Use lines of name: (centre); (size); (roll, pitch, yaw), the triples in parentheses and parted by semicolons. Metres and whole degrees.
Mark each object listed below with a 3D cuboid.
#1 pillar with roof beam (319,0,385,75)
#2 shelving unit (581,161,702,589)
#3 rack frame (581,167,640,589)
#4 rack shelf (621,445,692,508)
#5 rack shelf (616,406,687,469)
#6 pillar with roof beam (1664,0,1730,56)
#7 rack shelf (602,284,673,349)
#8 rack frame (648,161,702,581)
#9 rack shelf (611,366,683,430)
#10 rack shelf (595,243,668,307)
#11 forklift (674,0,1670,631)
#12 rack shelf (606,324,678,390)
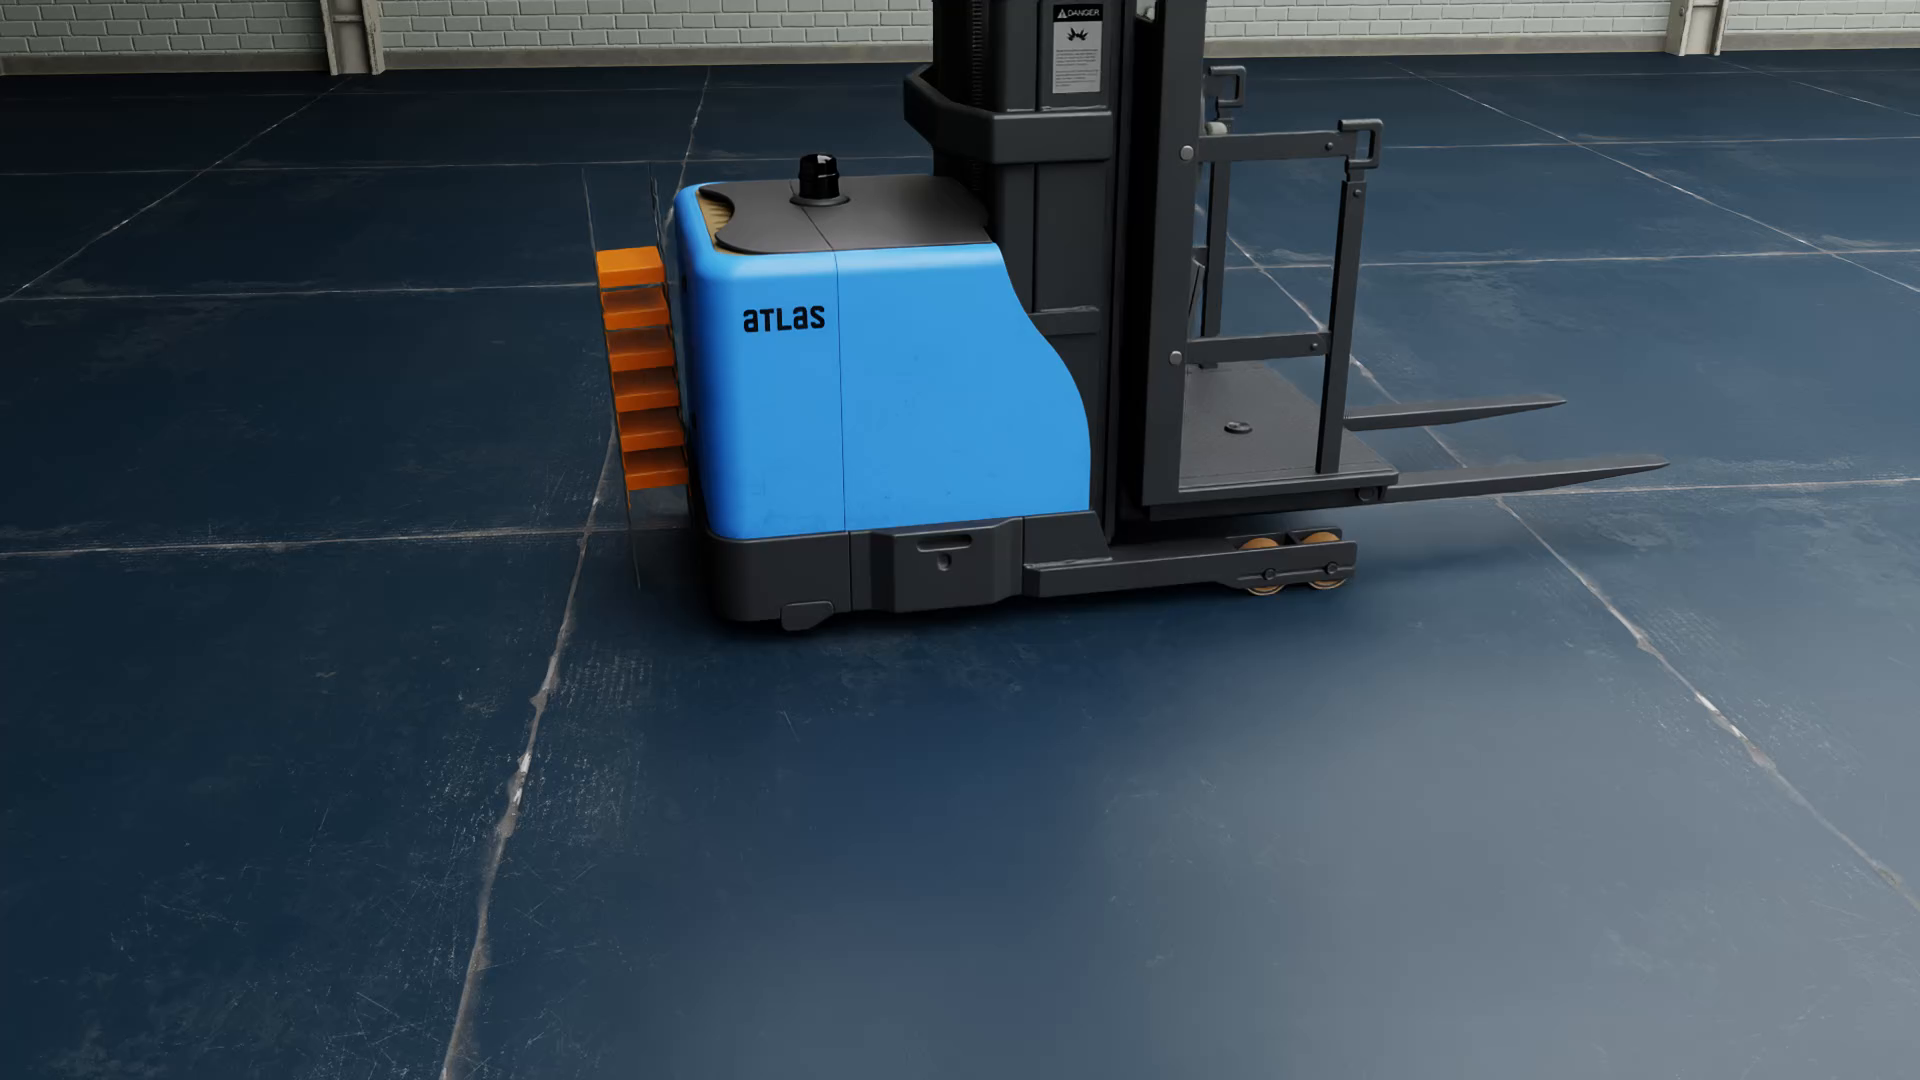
pillar with roof beam: (-4.753, -6.398, 8.566); (0.400, 9.000, 9.100); (-2, 24, -5)
shelving unit: (-0.912, -0.459, 4.796); (0.189, 1.200, 0.258); (-8, 25, -11)
rack frame: (-1.000, -0.446, 4.778); (0.006, 1.200, 0.240); (-8, 25, -11)
rack shelf: (-0.900, -0.200, 4.914); (0.180, 0.103, 0.258); (-8, 25, -11)
rack shelf: (-0.905, -0.309, 4.864); (0.180, 0.103, 0.258); (-8, 25, -11)
pillar with roof beam: (7.189, -6.877, 9.644); (0.400, 9.000, 9.100); (-2, 24, -5)
rack shelf: (-0.919, -0.636, 4.715); (0.180, 0.103, 0.258); (-8, 25, -11)
rack frame: (-0.823, -0.471, 4.814); (0.006, 1.200, 0.240); (-8, 25, -11)
rack shelf: (-0.910, -0.418, 4.814); (0.180, 0.103, 0.258); (-8, 25, -11)
rack shelf: (-0.924, -0.746, 4.665); (0.180, 0.103, 0.258); (-8, 25, -11)
forklift: (0.696, -1.380, 4.746); (3.031, 2.935, 1.130); (-5, 24, -11)
rack shelf: (-0.915, -0.527, 4.765); (0.180, 0.103, 0.258); (-8, 25, -11)
